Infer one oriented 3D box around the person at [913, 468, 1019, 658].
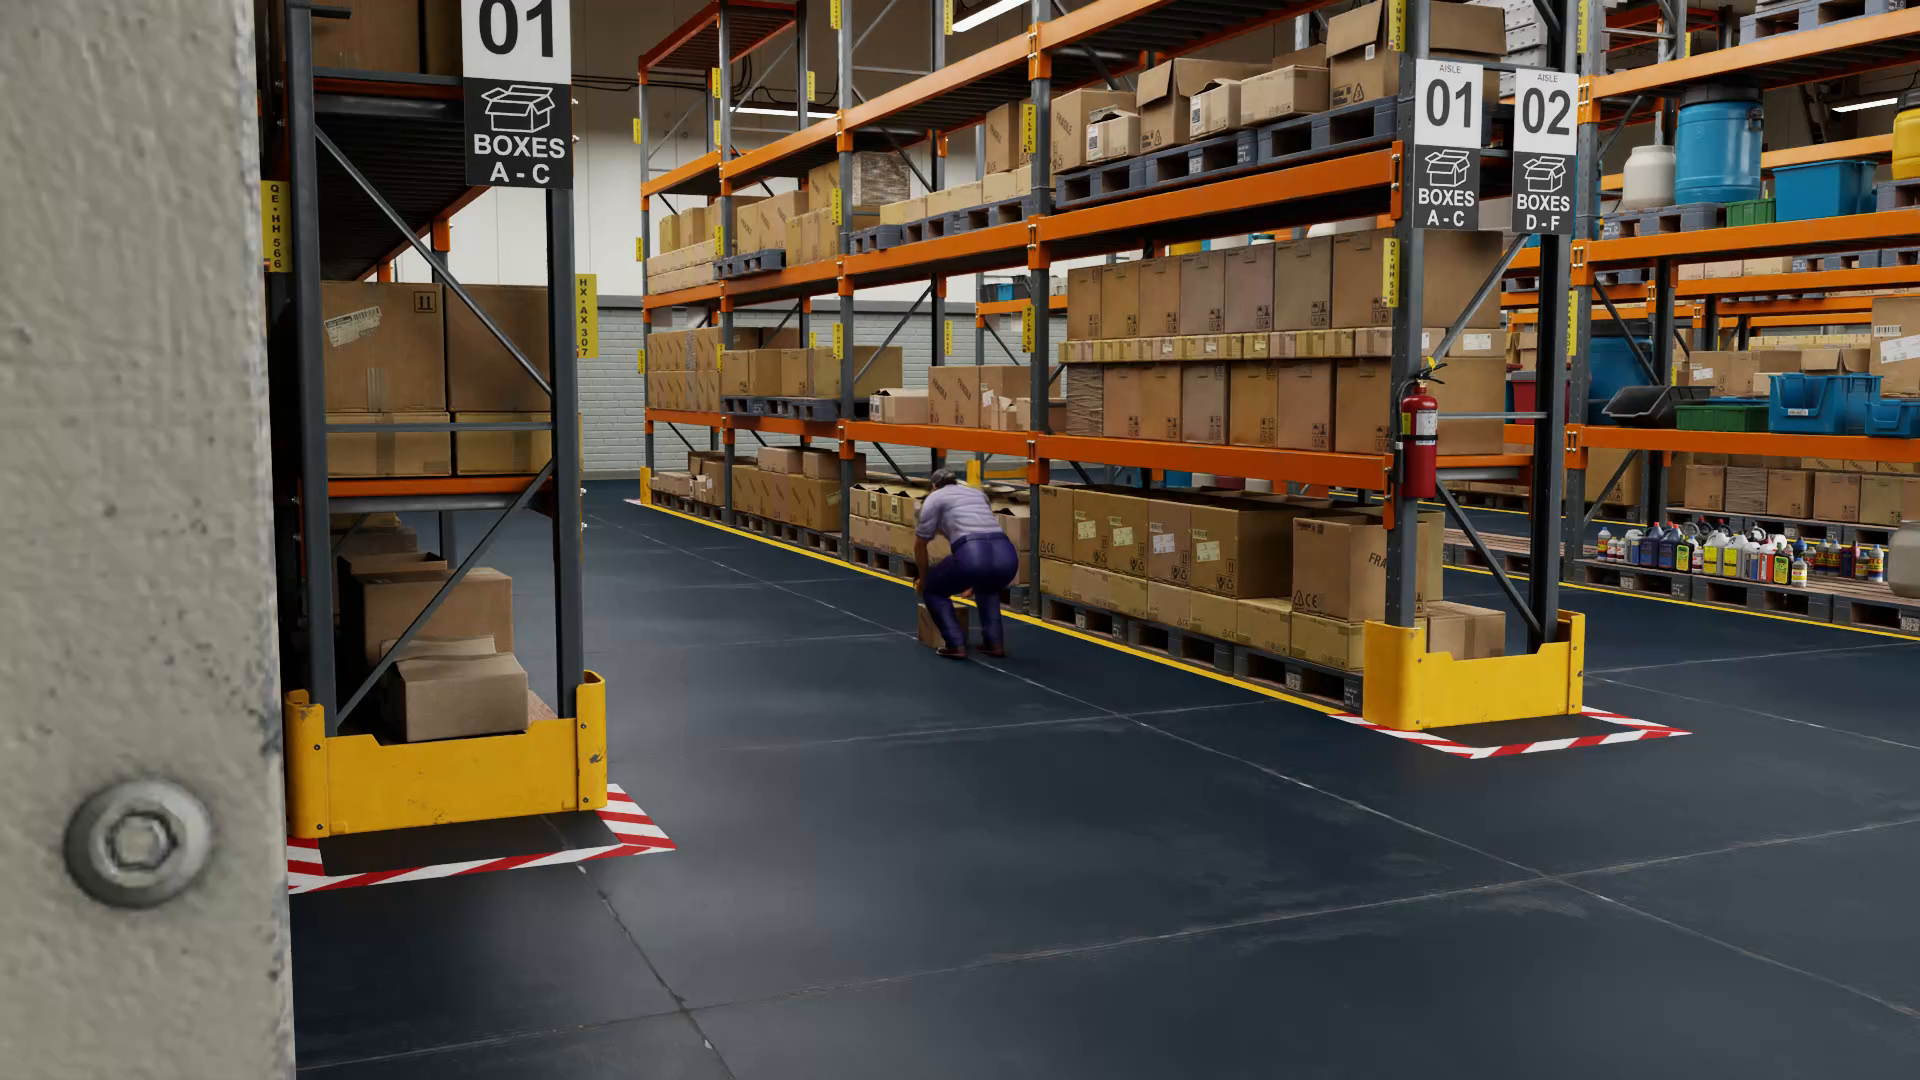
[{"bbox_3d":[0.023,0.142,10.221,0.535,1.141,0.762,-2,6,-23],"label":"person"}]
